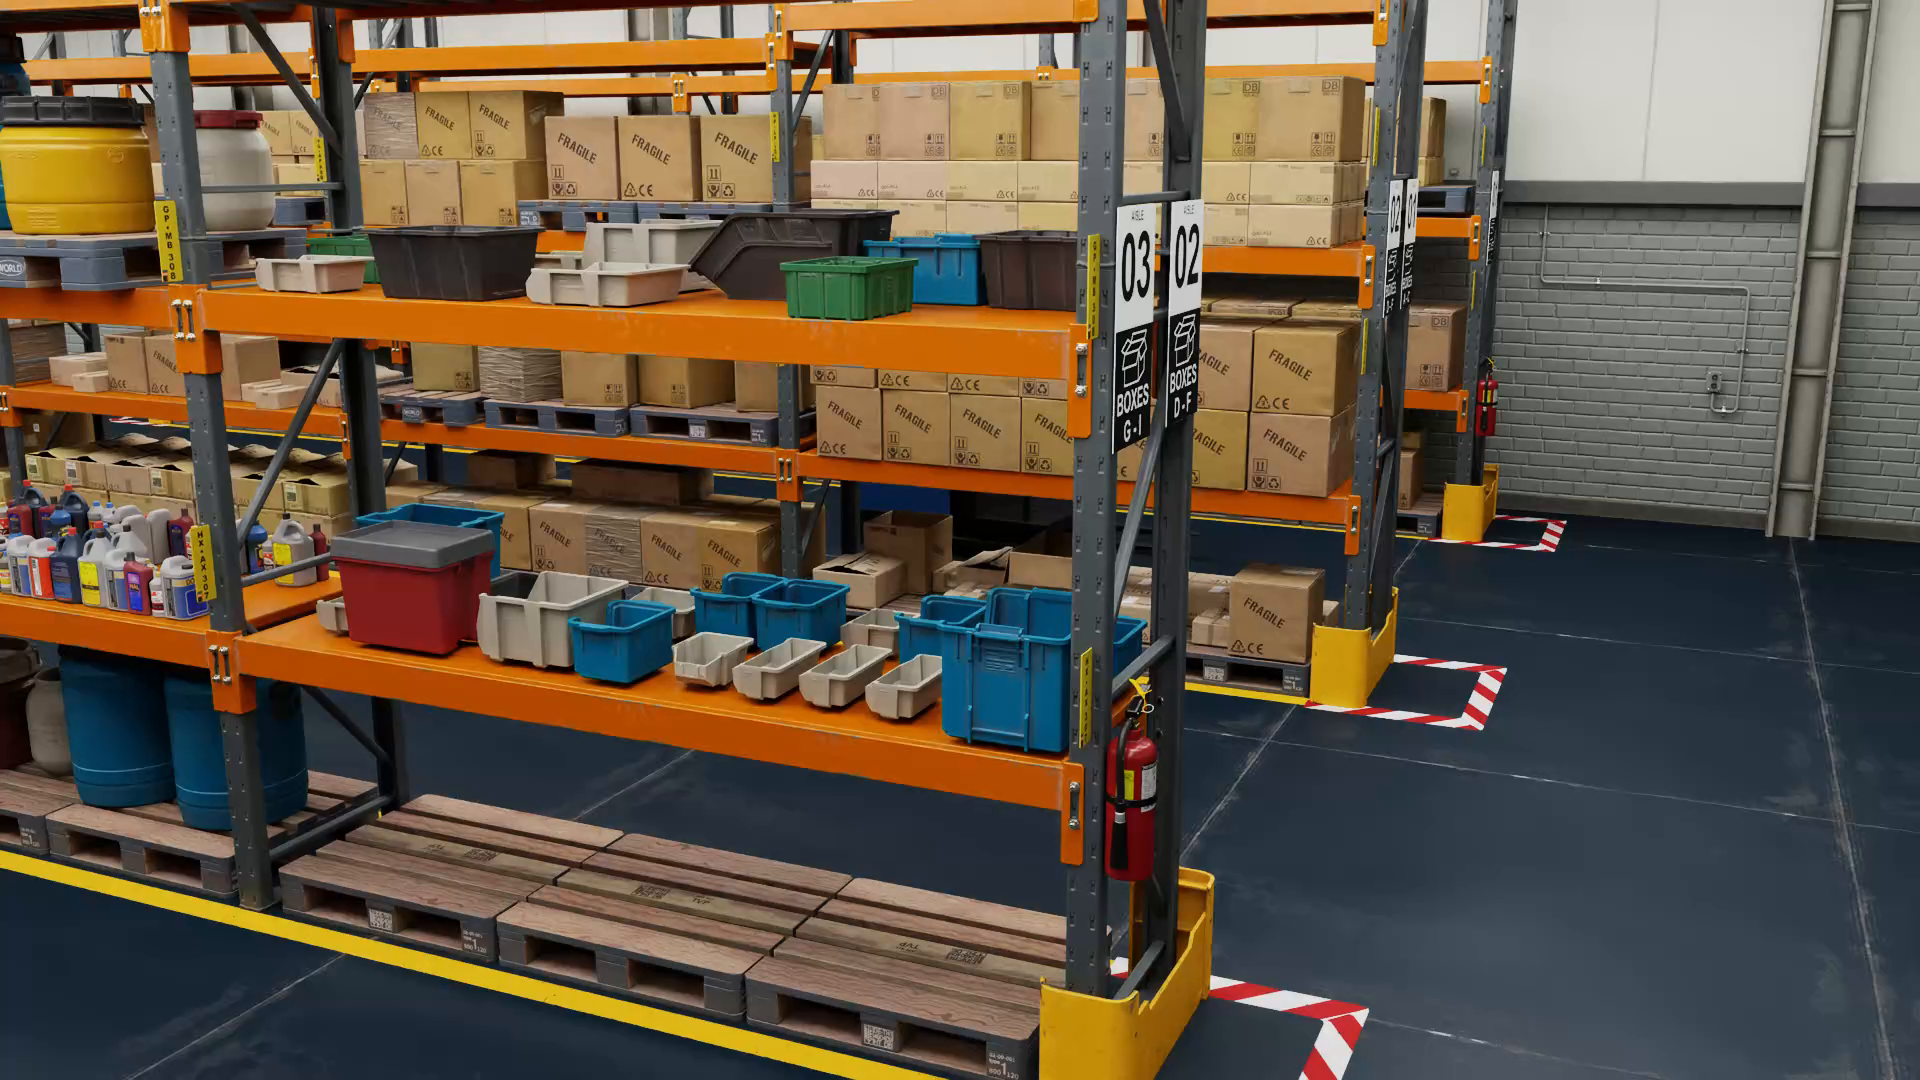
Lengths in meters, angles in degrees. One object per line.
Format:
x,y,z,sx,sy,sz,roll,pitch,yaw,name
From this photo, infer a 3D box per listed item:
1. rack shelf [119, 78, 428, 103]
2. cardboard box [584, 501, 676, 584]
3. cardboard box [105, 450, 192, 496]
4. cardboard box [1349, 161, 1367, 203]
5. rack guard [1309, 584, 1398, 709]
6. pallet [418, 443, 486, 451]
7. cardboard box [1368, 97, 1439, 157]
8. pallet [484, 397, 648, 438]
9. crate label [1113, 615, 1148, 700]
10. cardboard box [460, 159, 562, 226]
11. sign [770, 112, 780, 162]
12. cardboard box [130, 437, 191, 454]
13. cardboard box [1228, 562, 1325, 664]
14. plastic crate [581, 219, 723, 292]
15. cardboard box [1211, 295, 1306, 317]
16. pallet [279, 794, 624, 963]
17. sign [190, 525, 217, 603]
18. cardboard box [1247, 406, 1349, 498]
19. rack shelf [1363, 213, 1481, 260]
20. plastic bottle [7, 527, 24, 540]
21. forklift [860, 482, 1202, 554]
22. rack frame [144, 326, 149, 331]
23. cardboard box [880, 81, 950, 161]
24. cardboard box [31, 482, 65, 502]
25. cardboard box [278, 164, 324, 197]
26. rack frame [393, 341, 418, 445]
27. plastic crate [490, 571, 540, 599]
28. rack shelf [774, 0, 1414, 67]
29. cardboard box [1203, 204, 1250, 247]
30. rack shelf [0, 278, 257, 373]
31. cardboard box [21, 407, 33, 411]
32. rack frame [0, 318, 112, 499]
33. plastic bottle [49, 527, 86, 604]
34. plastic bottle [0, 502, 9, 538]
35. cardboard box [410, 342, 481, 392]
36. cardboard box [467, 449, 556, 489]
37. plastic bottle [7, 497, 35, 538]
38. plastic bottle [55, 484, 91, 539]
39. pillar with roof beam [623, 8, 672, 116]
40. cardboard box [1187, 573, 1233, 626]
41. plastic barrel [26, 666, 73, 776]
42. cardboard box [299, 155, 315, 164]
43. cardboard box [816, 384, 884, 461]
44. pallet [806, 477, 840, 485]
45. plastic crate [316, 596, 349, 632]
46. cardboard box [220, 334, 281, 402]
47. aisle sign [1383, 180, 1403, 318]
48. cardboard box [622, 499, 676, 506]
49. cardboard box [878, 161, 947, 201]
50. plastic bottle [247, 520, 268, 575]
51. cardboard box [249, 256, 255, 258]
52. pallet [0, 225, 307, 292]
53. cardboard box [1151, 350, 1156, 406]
-8.157,-5.441,19.825,4.000,0.370,1.077,6,14,23,rack shelf
-2.492,0.011,12.649,0.500,0.500,0.500,6,14,24,cardboard box
-7.126,-0.605,14.640,0.500,0.311,0.500,5,14,21,cardboard box
2.275,-2.274,10.548,0.500,0.250,0.500,6,14,23,cardboard box
2.570,0.668,10.812,0.348,0.500,1.175,6,14,23,rack guard
-5.616,-1.258,19.652,1.213,0.211,1.003,6,14,23,pallet
3.863,-3.593,14.482,0.500,0.500,0.500,6,14,23,cardboard box
-2.895,-1.009,12.910,1.213,0.211,1.003,6,14,23,pallet
0.538,0.453,6.491,0.303,0.233,0.416,6,14,23,crate label
-3.320,-2.662,12.749,0.500,0.500,0.910,6,14,23,cardboard box
-1.239,-2.699,11.131,0.005,0.325,0.100,6,14,23,sign
-7.367,-0.766,15.326,0.500,0.311,0.500,6,15,25,cardboard box
2.043,0.462,10.727,0.500,0.500,0.500,6,14,23,cardboard box
-1.271,-1.179,6.908,0.530,0.282,0.437,6,14,23,plastic crate
2.809,-1.905,15.651,0.700,0.700,0.980,5,14,21,cardboard box
-2.339,1.540,7.729,1.213,0.211,1.003,6,14,23,pallet
-3.252,0.103,7.145,0.005,0.325,0.100,6,14,23,sign
2.120,-0.575,10.419,0.500,0.500,0.500,6,15,25,cardboard box
2.814,-2.872,15.435,4.000,0.370,1.077,6,14,23,rack shelf
-4.615,0.074,8.154,0.097,0.271,0.097,0,13,0,plastic bottle
0.551,-1.360,14.134,3.031,2.935,1.130,7,15,27,forklift
-9.986,-3.057,21.216,0.127,3.000,1.000,6,14,23,rack frame
-0.158,-2.794,11.124,0.500,0.500,0.700,6,14,23,cardboard box
-8.063,-0.429,15.115,0.500,0.250,0.500,5,14,22,cardboard box
-5.112,-2.904,13.406,0.500,0.250,0.500,5,14,19,cardboard box
-6.329,-2.687,19.639,0.127,3.000,1.000,6,14,23,rack frame
-1.895,0.275,7.488,0.590,0.125,0.437,6,14,23,plastic crate
0.811,-3.295,10.682,4.000,0.370,1.077,6,14,23,rack shelf
1.611,-1.970,10.345,0.500,0.250,0.500,6,14,23,cardboard box
-4.856,-1.172,8.194,4.000,0.370,1.077,6,14,23,rack shelf
-9.089,-1.036,16.060,0.500,0.500,0.500,6,14,23,cardboard box
-8.332,-1.652,15.228,0.127,3.000,1.000,6,14,23,rack frame
-4.169,0.113,7.816,0.185,0.351,0.144,6,14,23,plastic bottle
-5.210,-0.103,9.065,0.097,0.201,0.097,0,13,0,plastic bottle
-4.053,-1.500,13.443,0.500,0.500,0.700,1,13,4,cardboard box
-3.671,-0.602,13.622,0.500,0.250,0.500,6,15,25,cardboard box
-4.986,-0.089,8.825,0.133,0.283,0.061,6,14,23,plastic bottle
-4.677,-0.116,8.793,0.185,0.351,0.144,6,14,23,plastic bottle
-5.254,-4.639,14.827,0.400,9.000,9.100,6,14,23,pillar with roof beam
1.800,0.427,11.424,0.500,0.250,0.500,6,14,23,cardboard box
-4.645,0.939,8.713,0.421,0.512,0.421,0,13,0,plastic barrel
-7.348,-4.250,19.472,0.500,0.500,0.500,5,14,18,cardboard box
-0.662,-0.856,11.619,0.500,0.500,0.500,6,15,25,cardboard box
-0.870,-0.757,17.520,1.213,0.211,1.003,6,14,23,pallet
-2.660,0.295,7.378,0.243,0.136,0.396,6,14,23,plastic crate
-6.215,-1.482,14.287,0.500,0.500,0.500,5,14,20,cardboard box
2.578,-1.737,9.900,0.004,0.787,0.394,6,14,23,aisle sign
-2.307,-0.099,13.121,0.500,0.500,0.500,6,14,24,cardboard box
-0.216,-2.400,11.082,0.500,0.250,0.500,6,14,23,cardboard box
-3.514,0.034,8.325,0.097,0.271,0.097,0,13,0,plastic bottle
-9.013,-3.311,20.942,0.500,0.500,0.500,6,14,24,cardboard box
-3.783,-1.298,7.567,1.003,0.211,1.213,6,14,23,pallet
1.183,-1.154,10.700,0.500,0.500,0.500,6,15,25,cardboard box
